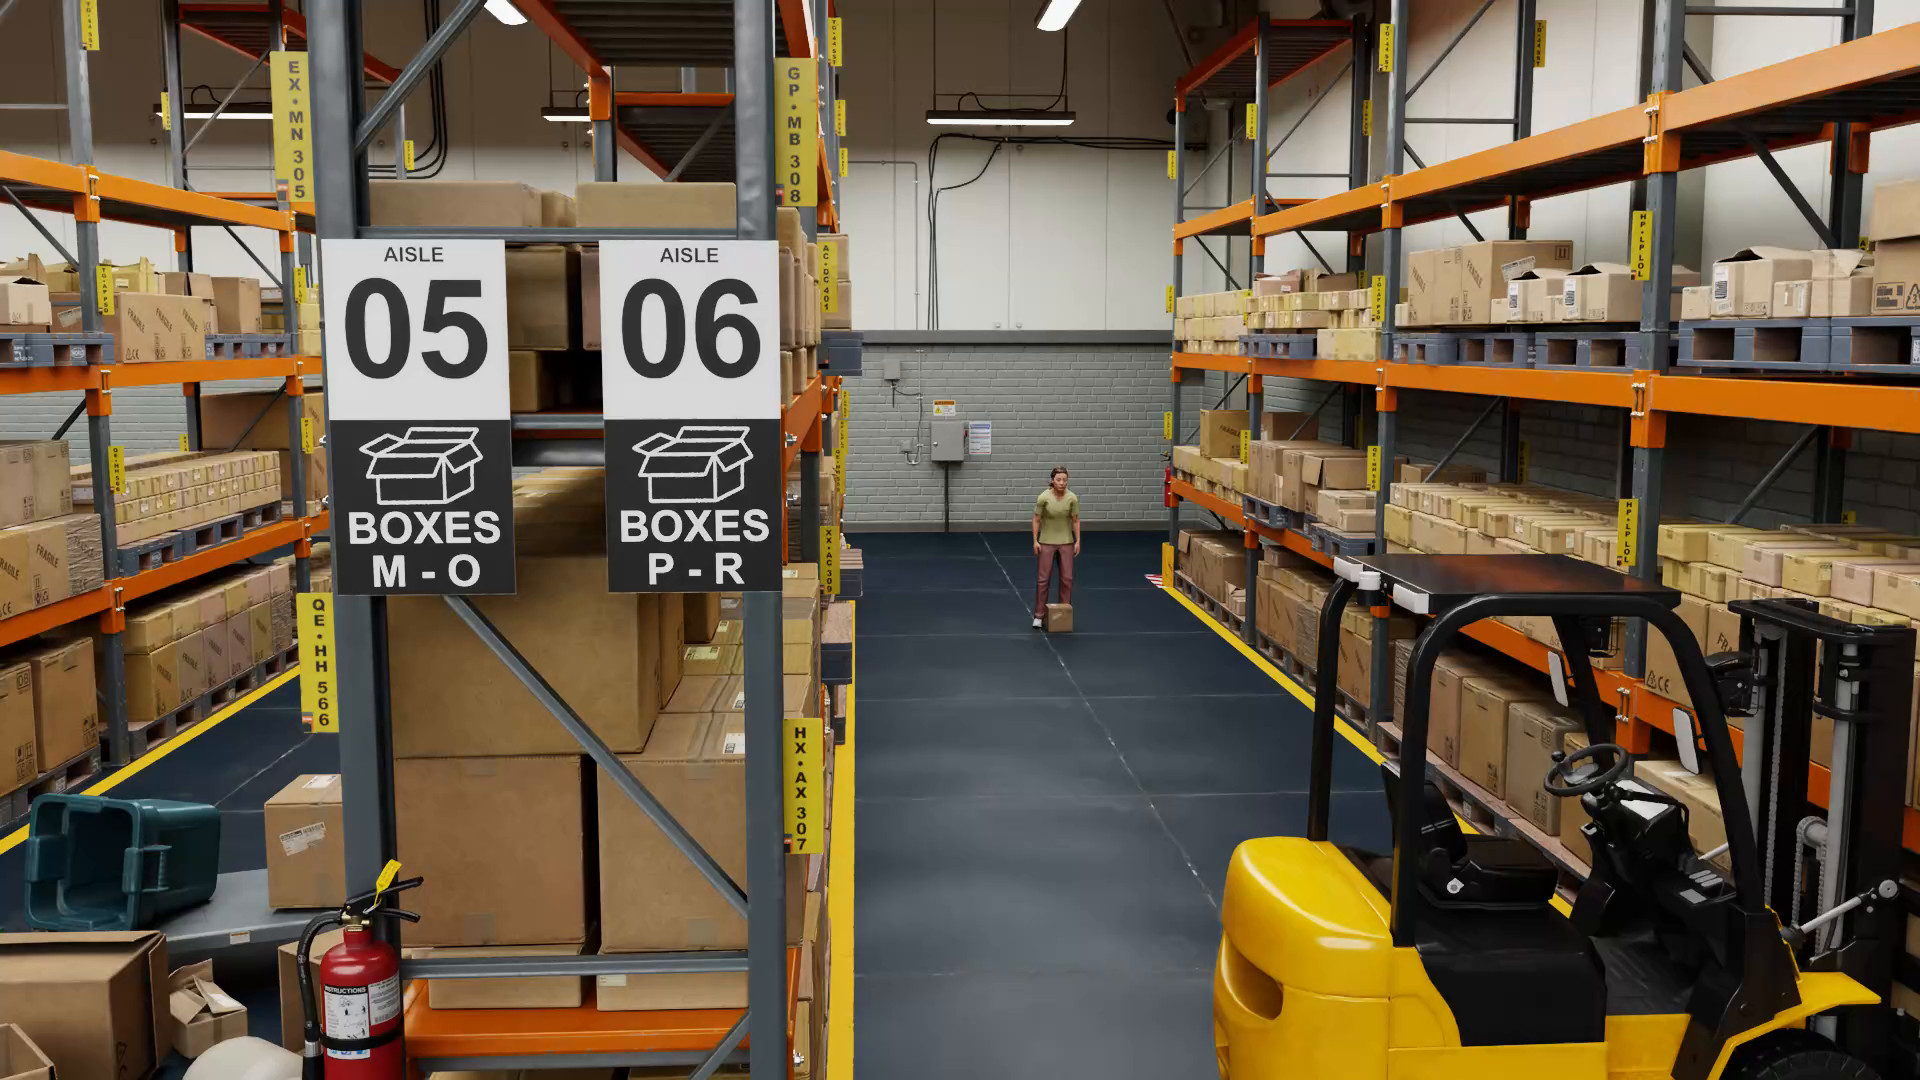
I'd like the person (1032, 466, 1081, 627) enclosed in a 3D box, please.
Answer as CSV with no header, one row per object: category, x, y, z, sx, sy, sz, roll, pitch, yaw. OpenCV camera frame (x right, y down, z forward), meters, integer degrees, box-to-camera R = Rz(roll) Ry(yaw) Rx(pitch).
person,1.000,0.062,17.247,0.520,1.673,0.357,-1,7,-7
